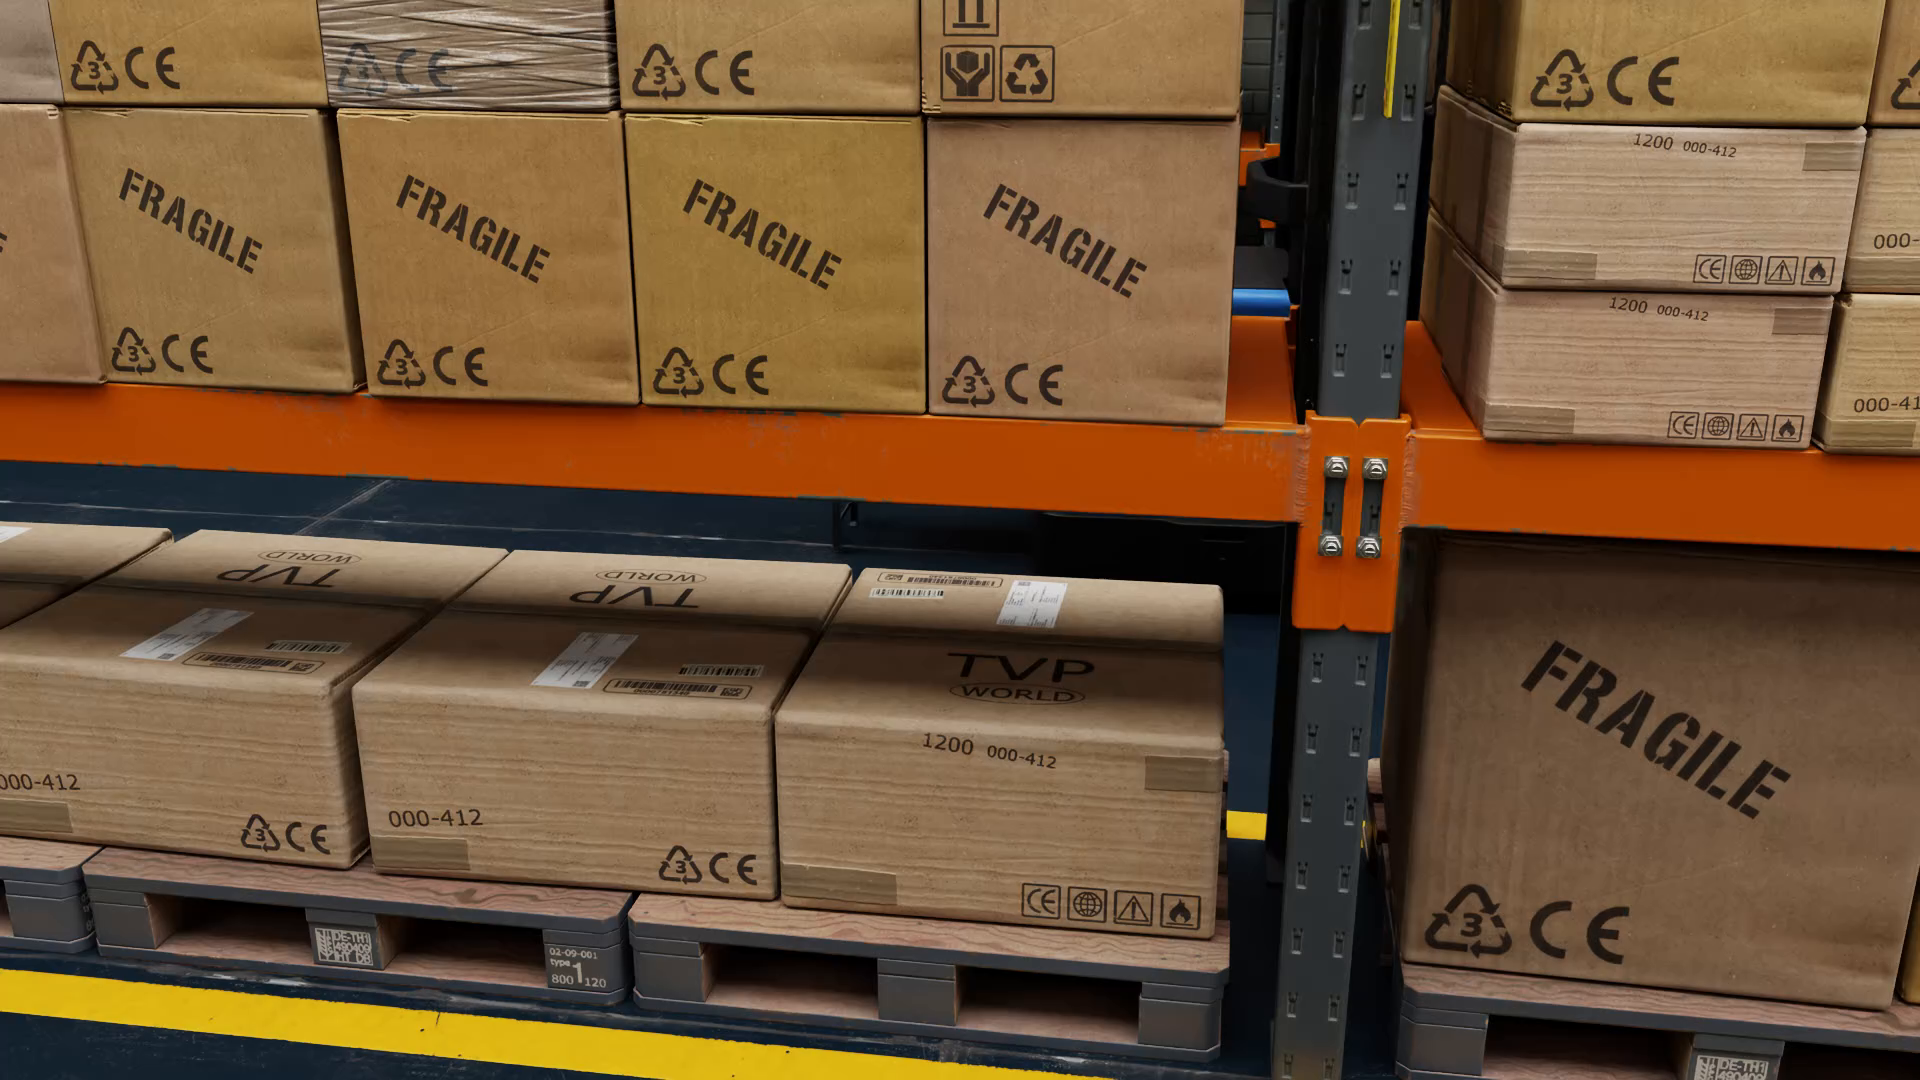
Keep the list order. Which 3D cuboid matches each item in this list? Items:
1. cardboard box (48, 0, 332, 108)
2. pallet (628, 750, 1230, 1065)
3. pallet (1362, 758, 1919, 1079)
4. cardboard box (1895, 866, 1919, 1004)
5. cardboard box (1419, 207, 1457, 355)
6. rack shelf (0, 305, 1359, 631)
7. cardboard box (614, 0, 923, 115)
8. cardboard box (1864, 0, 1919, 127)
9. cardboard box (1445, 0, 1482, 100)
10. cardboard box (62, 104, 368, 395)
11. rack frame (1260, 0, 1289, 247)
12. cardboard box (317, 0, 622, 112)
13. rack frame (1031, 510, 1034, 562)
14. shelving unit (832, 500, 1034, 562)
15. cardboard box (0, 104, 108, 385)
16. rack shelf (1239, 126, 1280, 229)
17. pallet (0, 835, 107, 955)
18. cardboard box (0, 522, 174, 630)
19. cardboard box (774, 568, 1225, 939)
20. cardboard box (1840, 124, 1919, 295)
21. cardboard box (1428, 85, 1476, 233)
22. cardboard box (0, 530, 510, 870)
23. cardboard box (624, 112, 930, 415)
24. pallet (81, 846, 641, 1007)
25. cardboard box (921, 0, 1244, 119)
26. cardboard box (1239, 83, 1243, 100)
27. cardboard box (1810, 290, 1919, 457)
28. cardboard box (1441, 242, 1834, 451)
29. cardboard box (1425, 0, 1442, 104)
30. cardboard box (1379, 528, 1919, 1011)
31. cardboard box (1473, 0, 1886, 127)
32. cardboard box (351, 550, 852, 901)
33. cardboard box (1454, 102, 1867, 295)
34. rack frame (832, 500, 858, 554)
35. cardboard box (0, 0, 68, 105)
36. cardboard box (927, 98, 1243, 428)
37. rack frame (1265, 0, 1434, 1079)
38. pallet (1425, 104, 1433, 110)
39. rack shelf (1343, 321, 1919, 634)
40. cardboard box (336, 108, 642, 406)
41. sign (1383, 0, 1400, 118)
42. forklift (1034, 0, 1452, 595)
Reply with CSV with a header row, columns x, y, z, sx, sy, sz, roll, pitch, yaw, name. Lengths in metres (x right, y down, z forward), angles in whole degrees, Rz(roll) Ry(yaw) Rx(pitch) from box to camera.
x,y,z,sx,sy,sz,roll,pitch,yaw,name
-1.275,-1.060,3.009,0.500,0.500,0.500,3,19,9,cardboard box
-0.006,0.737,3.767,1.213,0.211,1.003,3,19,9,pallet
1.506,0.815,3.534,1.213,0.211,1.003,3,19,9,pallet
2.251,0.335,3.260,0.875,0.875,0.875,3,19,10,cardboard box
1.216,-0.508,3.329,0.500,0.250,0.500,2,19,7,cardboard box
-1.242,-0.282,3.552,4.000,0.370,1.077,3,19,9,rack shelf
-0.277,-1.009,2.858,0.500,0.500,0.500,3,19,8,cardboard box
1.628,-0.915,2.576,0.500,0.500,0.500,3,19,8,cardboard box
1.214,-1.100,3.130,0.500,0.500,0.500,4,19,10,cardboard box
-1.288,-0.589,3.178,0.500,0.500,0.500,4,19,10,cardboard box
1.516,-2.077,7.785,0.127,3.000,1.000,3,19,9,rack frame
-0.781,-1.032,2.926,0.500,0.500,0.500,3,19,9,cardboard box
0.293,-0.695,6.018,0.023,1.500,0.400,2,19,6,rack frame
-0.071,-0.709,6.058,0.755,1.500,0.431,2,19,6,shelving unit
-1.785,-0.609,3.238,0.500,0.500,0.500,3,19,8,cardboard box
-0.458,-1.837,8.200,4.000,0.370,1.077,3,19,9,rack shelf
-2.415,0.615,4.134,1.213,0.211,1.003,3,19,9,pallet
-2.549,0.294,4.073,0.875,0.438,0.875,2,19,7,cardboard box
0.130,0.428,3.671,0.875,0.438,0.875,3,19,8,cardboard box
1.642,-0.560,2.699,0.500,0.250,0.500,3,19,10,cardboard box
1.207,-0.742,3.242,0.500,0.250,0.500,3,19,9,cardboard box
-1.644,0.338,3.943,0.875,0.438,0.875,3,19,10,cardboard box
-0.275,-0.537,3.023,0.500,0.500,0.500,2,19,7,cardboard box
-1.214,0.677,3.948,1.213,0.211,1.003,3,19,9,pallet
0.223,-0.981,2.774,0.500,0.500,0.500,3,19,8,cardboard box
0.311,-0.675,3.436,0.500,0.500,0.500,4,19,10,cardboard box
1.636,-0.321,2.771,0.500,0.250,0.500,2,19,7,cardboard box
1.125,-0.346,2.847,0.500,0.250,0.500,2,19,7,cardboard box
1.958,-2.230,7.420,0.500,0.500,0.700,3,19,10,cardboard box
1.358,0.292,3.389,0.875,0.875,0.875,4,19,10,cardboard box
1.122,-0.932,2.627,0.500,0.500,0.500,3,19,9,cardboard box
-0.754,0.384,3.805,0.875,0.438,0.875,2,19,7,cardboard box
1.122,-0.578,2.751,0.500,0.250,0.500,2,19,7,cardboard box
-0.434,-0.722,6.098,0.023,1.500,0.400,2,19,6,rack frame
-1.767,-1.084,3.084,0.500,0.500,0.500,3,19,8,cardboard box
0.234,-0.513,2.951,0.500,0.500,0.500,3,19,9,cardboard box
0.733,-0.522,3.137,0.127,3.000,1.000,3,19,9,rack frame
2.288,-1.912,7.593,1.213,0.211,1.003,3,19,9,pallet
2.707,-0.080,2.950,4.000,0.370,1.077,3,19,9,rack shelf
-0.773,-0.558,3.085,0.500,0.500,0.500,3,19,8,cardboard box
0.646,-0.796,2.467,0.005,0.325,0.100,3,19,9,sign
1.809,-1.287,5.531,3.031,2.935,1.130,2,19,6,forklift
